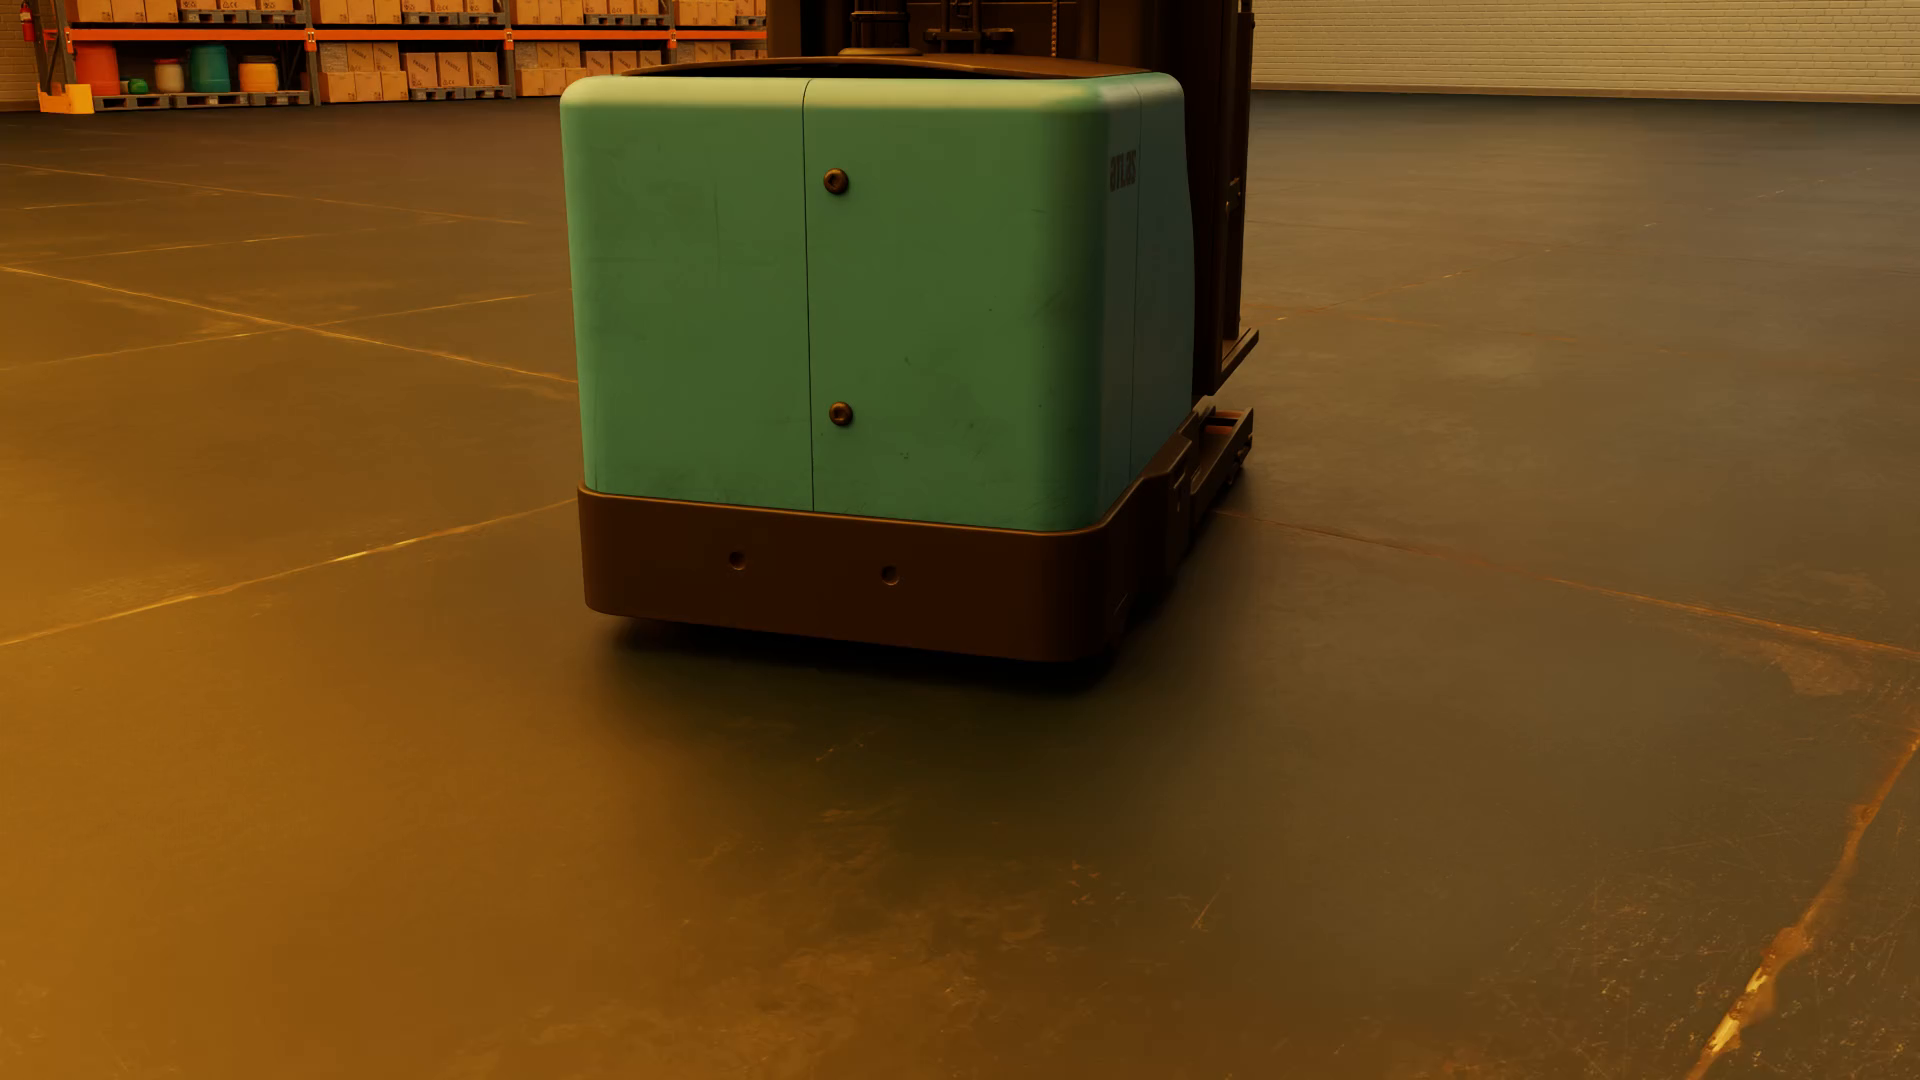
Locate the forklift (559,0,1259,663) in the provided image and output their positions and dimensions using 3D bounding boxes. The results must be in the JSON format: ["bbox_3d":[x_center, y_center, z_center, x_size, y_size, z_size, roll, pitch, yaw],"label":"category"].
[{"bbox_3d":[0.182,-1.571,4.072,1.130,2.935,3.031,5,18,17],"label":"forklift"}]
